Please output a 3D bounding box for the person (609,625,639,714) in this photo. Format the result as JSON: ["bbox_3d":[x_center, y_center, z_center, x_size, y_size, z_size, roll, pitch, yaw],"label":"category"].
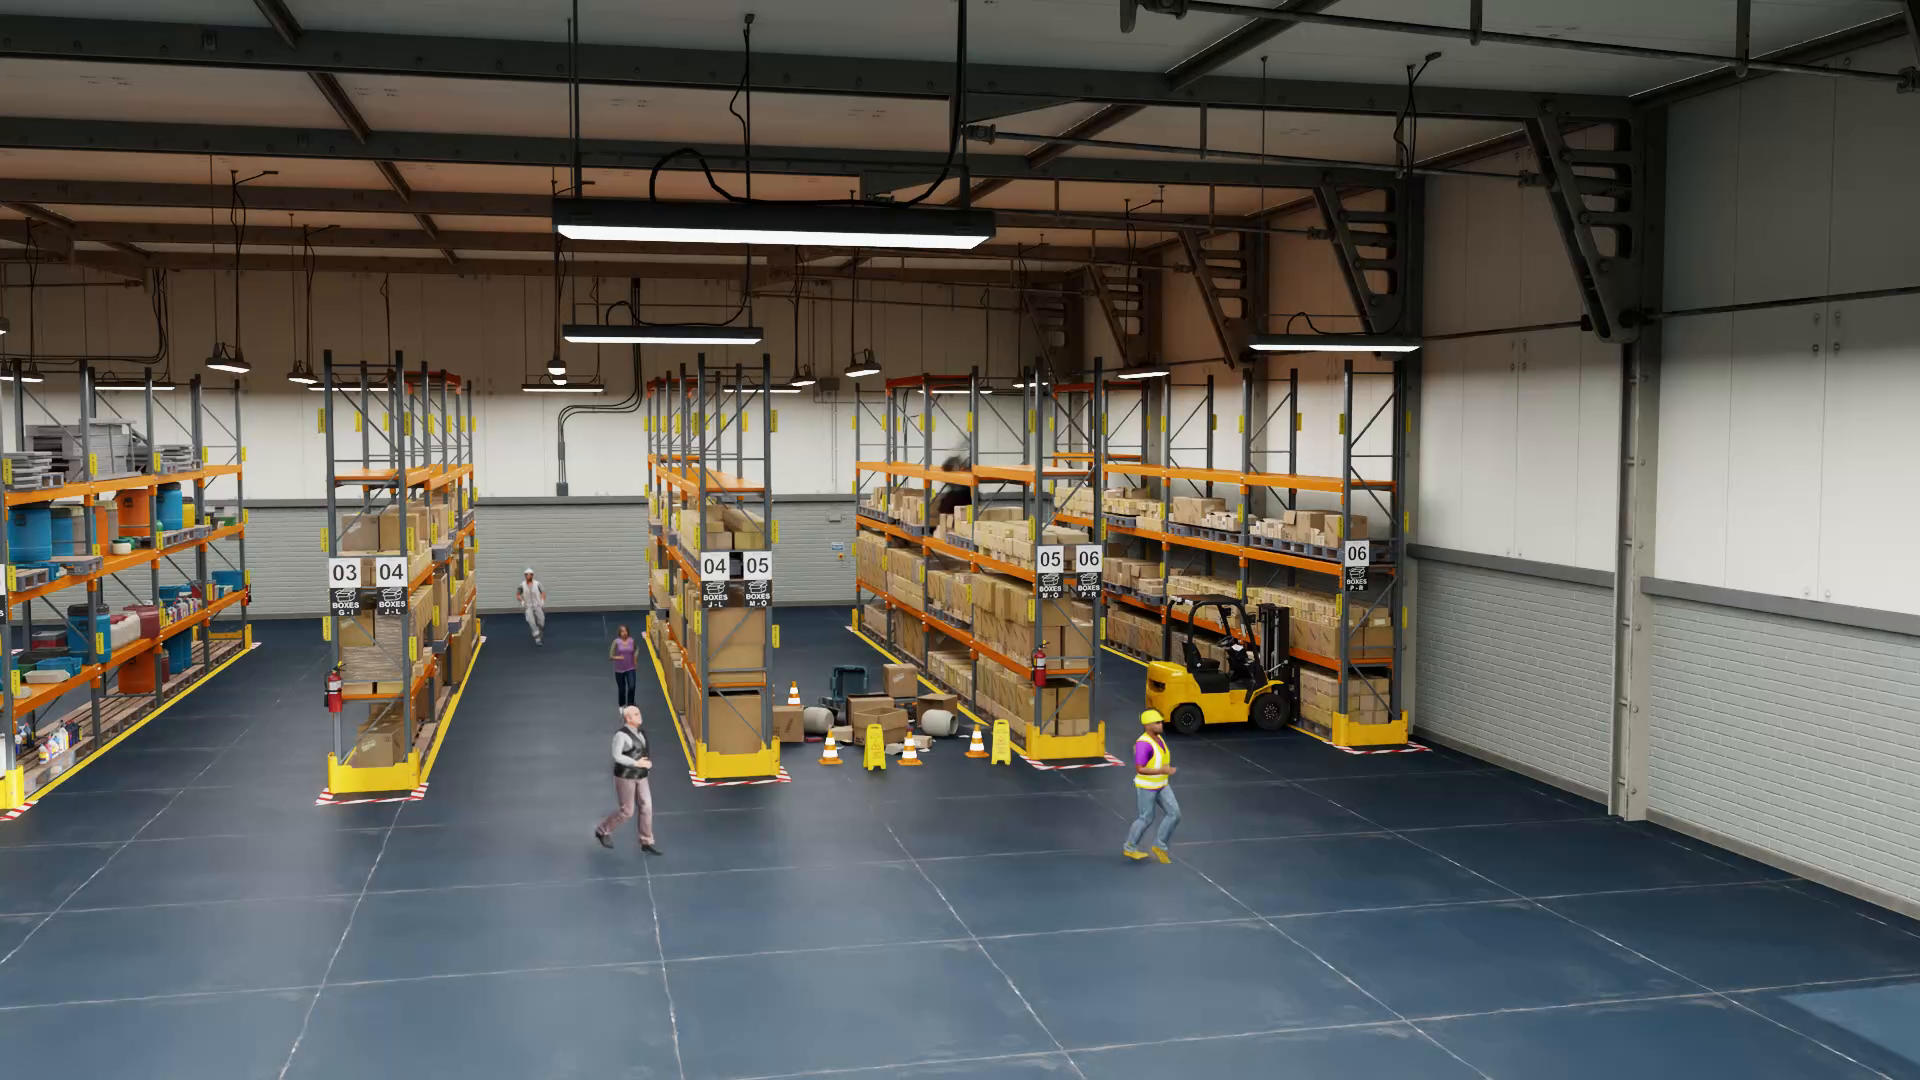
[{"bbox_3d":[-5.676,2.244,28.138,0.522,1.645,0.751,-1,4,-17],"label":"person"}]

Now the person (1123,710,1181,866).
[{"bbox_3d":[2.193,2.821,18.844,0.738,1.806,0.671,3,5,36],"label":"person"}]

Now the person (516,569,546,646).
[{"bbox_3d":[-9.732,1.518,37.727,0.658,1.728,0.732,-1,4,-15],"label":"person"}]

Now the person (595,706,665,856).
[{"bbox_3d":[-3.846,2.793,19.381,0.847,1.742,0.681,2,4,22],"label":"person"}]
